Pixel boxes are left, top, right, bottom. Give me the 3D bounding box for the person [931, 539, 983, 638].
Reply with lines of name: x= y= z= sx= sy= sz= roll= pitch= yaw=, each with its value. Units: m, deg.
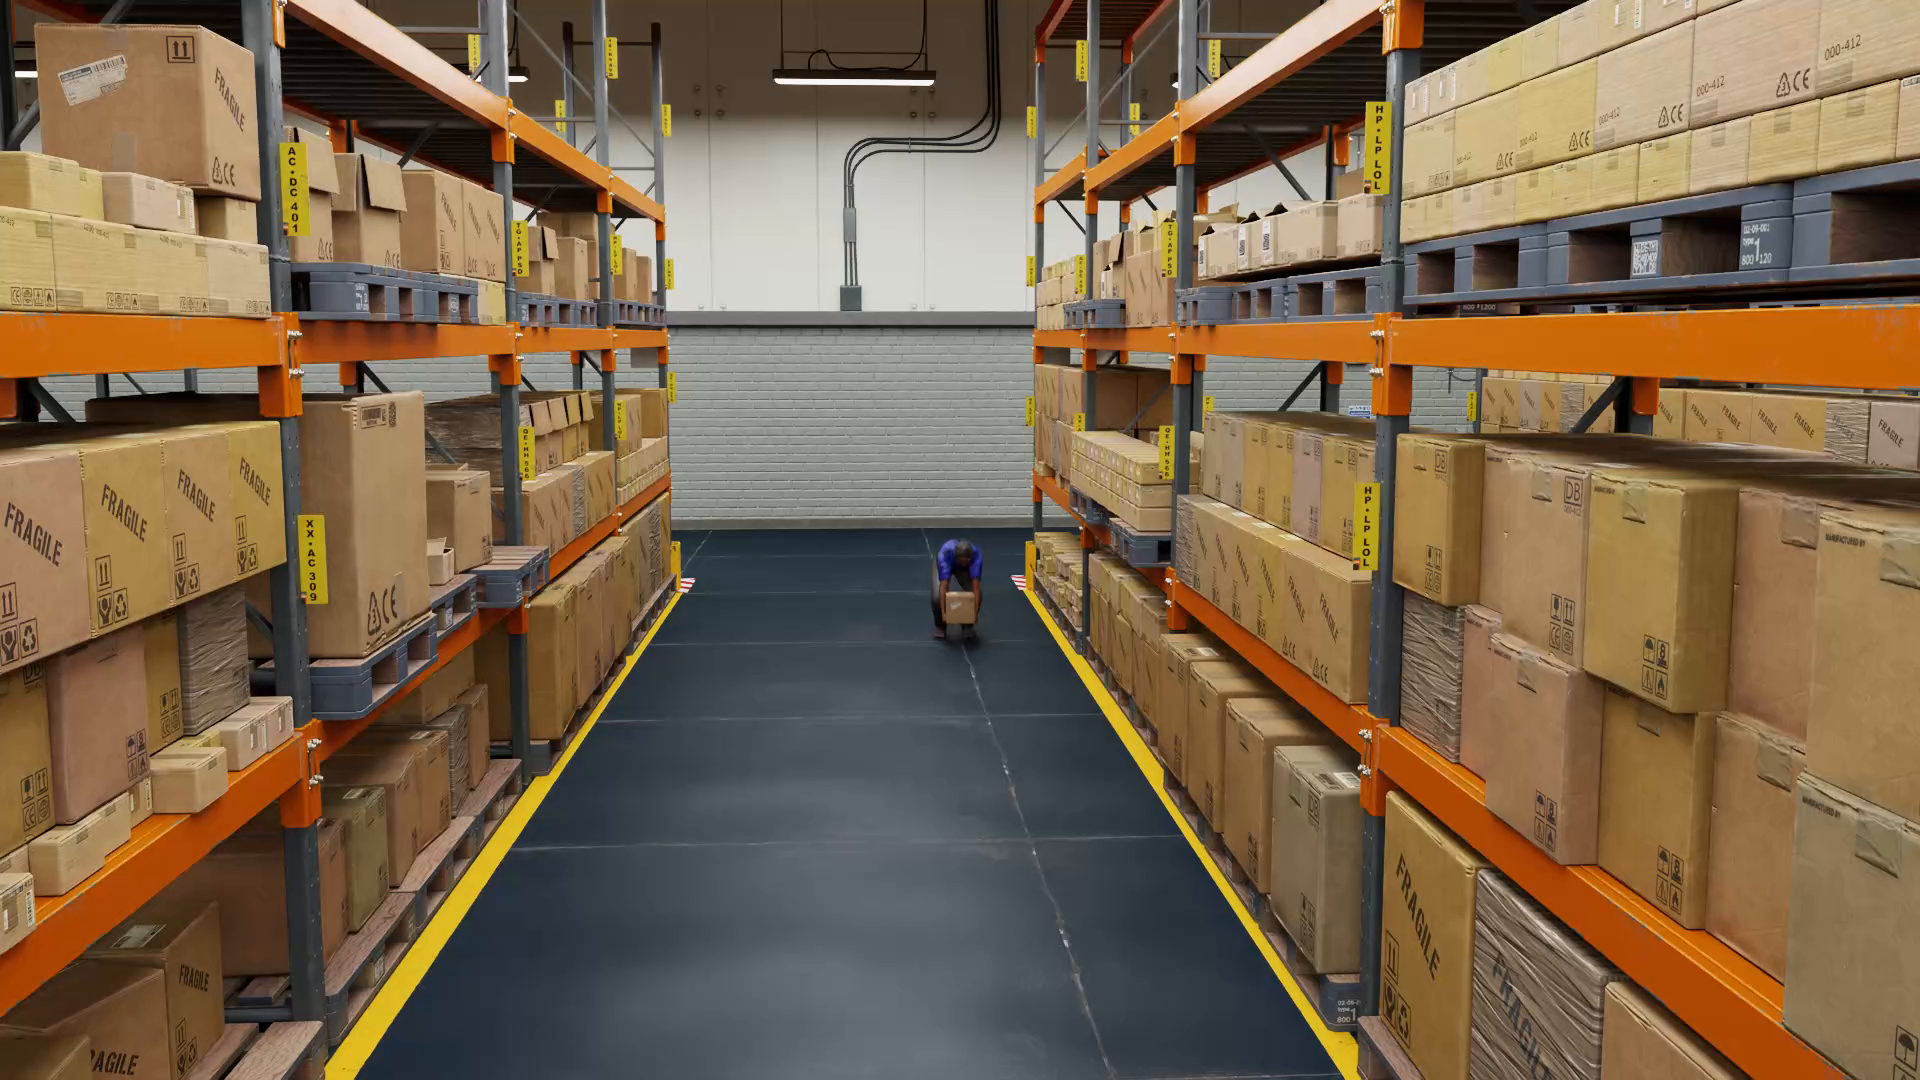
person: x=-0.027 y=0.433 z=15.148 sx=0.470 sy=0.956 sz=0.860 roll=-1 pitch=7 yaw=-7
